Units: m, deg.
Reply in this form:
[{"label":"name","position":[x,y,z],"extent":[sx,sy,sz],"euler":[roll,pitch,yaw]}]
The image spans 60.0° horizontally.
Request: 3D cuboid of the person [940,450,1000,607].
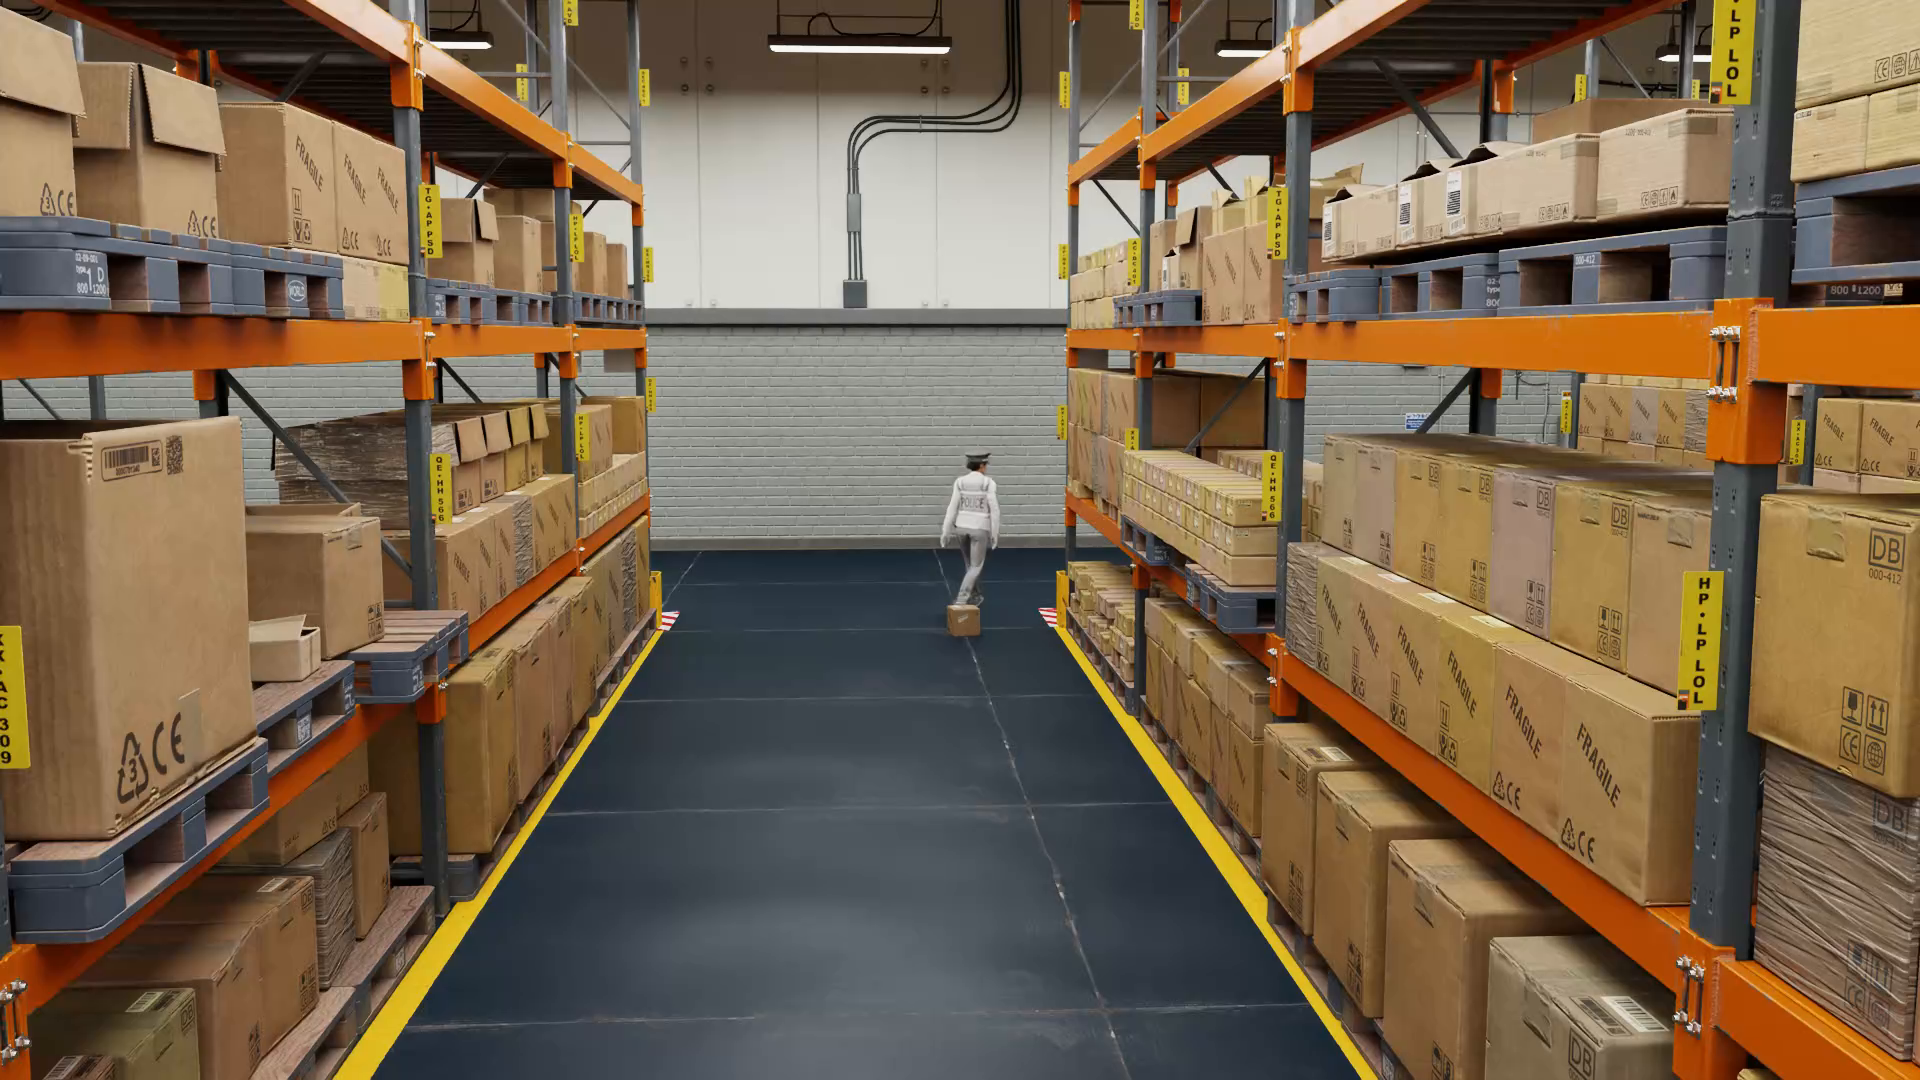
[{"label":"person","position":[0.116,-0.086,16.516],"extent":[0.584,1.610,0.992],"euler":[3,8,23]}]
